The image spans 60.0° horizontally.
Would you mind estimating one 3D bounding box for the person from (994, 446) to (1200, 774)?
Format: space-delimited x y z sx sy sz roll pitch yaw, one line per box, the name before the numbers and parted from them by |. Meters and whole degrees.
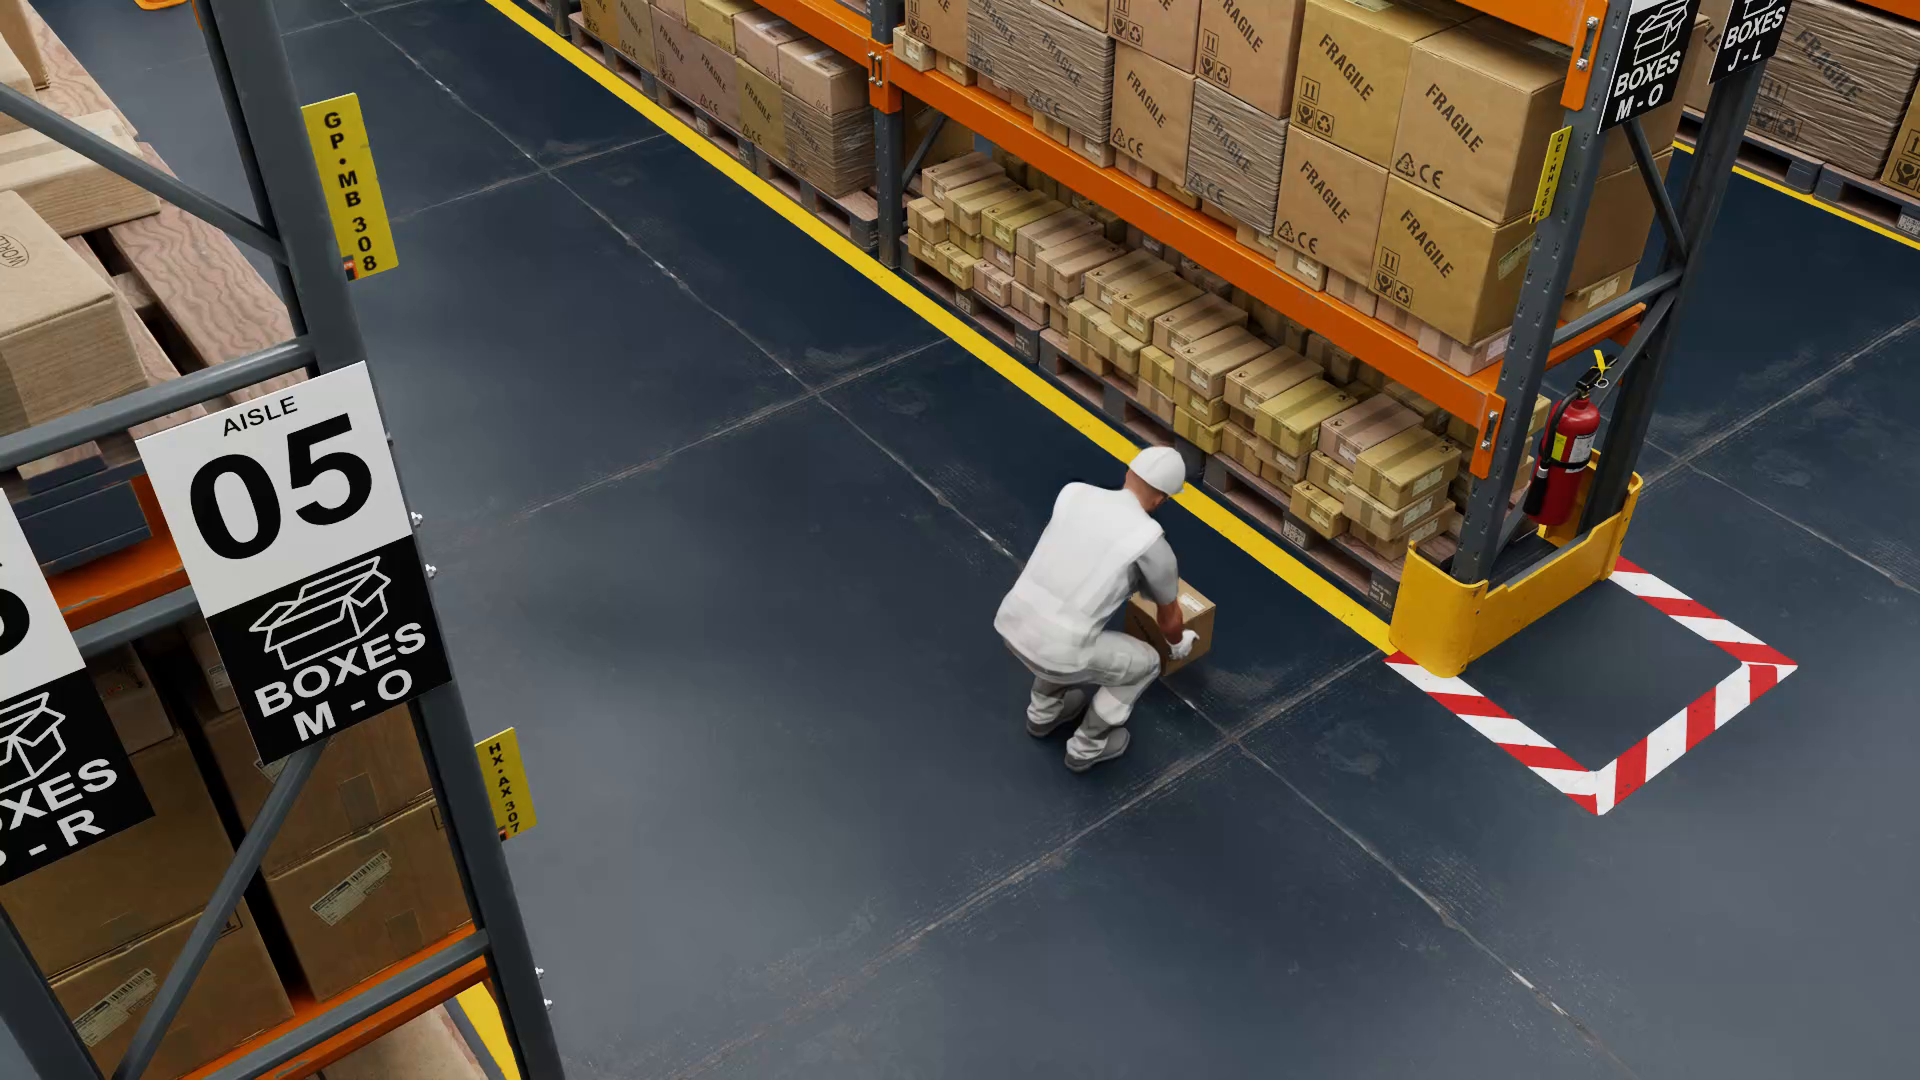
person | 0.500 0.257 6.281 0.839 1.212 0.586 -26 47 -28
